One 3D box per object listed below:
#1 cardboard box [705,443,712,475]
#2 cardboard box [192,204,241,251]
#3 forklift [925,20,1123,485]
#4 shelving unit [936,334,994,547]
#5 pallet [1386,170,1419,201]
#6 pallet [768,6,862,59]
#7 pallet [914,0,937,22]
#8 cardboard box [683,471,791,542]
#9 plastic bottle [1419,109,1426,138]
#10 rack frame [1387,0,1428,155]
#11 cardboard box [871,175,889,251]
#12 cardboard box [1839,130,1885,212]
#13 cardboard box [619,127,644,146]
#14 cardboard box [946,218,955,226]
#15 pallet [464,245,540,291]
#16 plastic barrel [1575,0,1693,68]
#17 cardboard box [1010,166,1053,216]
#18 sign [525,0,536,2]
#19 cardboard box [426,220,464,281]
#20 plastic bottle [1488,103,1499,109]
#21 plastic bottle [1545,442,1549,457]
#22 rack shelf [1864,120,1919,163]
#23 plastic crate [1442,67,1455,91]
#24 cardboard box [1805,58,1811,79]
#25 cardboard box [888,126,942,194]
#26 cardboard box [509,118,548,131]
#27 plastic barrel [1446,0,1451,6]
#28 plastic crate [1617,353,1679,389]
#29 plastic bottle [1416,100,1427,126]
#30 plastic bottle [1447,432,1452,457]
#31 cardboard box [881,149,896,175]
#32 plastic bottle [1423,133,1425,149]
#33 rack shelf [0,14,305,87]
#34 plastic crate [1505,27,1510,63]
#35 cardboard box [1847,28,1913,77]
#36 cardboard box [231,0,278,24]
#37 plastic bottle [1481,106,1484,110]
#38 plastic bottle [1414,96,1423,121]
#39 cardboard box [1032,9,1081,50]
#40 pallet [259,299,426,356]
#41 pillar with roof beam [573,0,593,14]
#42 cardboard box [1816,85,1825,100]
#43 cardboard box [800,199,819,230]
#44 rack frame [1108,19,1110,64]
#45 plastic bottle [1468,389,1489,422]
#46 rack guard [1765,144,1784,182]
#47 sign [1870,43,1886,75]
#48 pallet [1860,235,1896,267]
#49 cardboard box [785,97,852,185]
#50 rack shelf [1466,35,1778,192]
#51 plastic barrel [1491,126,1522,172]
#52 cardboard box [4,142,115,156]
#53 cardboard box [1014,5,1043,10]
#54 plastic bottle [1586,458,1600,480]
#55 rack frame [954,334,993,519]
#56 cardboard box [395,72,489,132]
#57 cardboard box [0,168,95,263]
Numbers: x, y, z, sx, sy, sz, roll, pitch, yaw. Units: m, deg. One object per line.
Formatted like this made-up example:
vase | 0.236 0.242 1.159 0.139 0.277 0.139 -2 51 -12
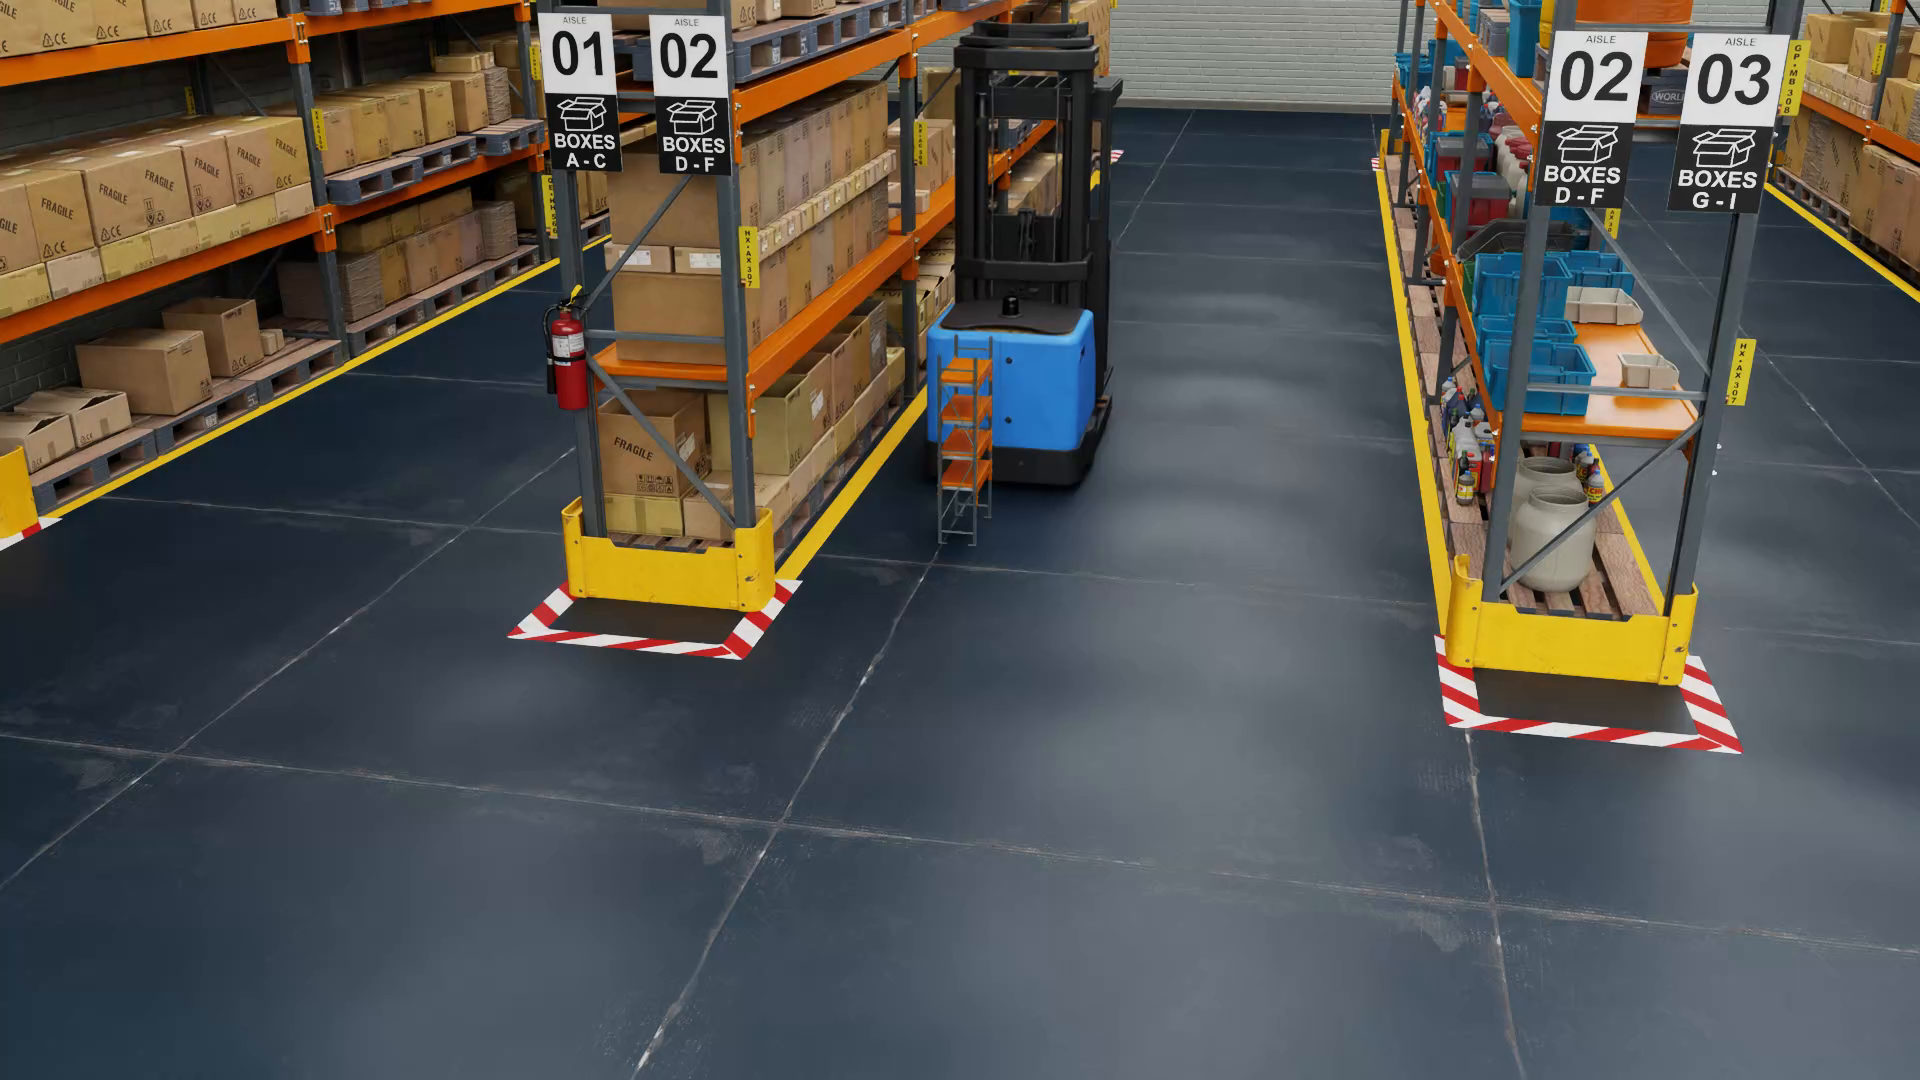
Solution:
cardboard box | -1.744 -0.420 10.499 0.500 0.250 0.500 4 22 11
cardboard box | -5.686 -2.314 12.257 0.500 0.250 0.500 4 22 11
forklift | 0.553 -2.243 11.999 1.130 2.935 3.031 4 22 10
shelving unit | 0.034 -0.617 10.280 0.258 1.200 0.503 4 22 11
pallet | 6.001 -4.534 21.328 1.003 0.211 1.213 4 22 11
pallet | -1.238 -3.152 10.269 1.003 0.211 1.213 4 22 11
pallet | -0.671 -4.187 12.976 0.805 0.209 1.217 4 22 9
cardboard box | -1.327 -0.196 9.945 0.500 0.250 0.500 4 22 11
plastic bottle | 4.789 -4.305 17.185 0.061 0.283 0.133 4 22 11
rack frame | 6.459 -6.571 22.653 1.000 3.000 0.127 4 22 11
cardboard box | -0.923 -2.444 12.274 0.700 0.500 0.500 4 22 10
cardboard box | 10.704 -4.175 18.986 0.875 0.875 0.875 4 22 11
cardboard box | -4.240 -4.488 19.796 0.750 0.750 0.750 5 23 13
cardboard box | 0.112 -2.993 16.137 0.500 0.311 0.500 5 22 12
pallet | -5.033 -2.821 17.075 1.003 0.211 1.213 4 22 11
plastic barrel | 3.169 -2.692 7.870 0.600 0.830 0.708 4 22 11
cardboard box | 0.762 -3.965 18.941 0.500 0.500 0.500 5 22 12
sign | -2.183 -2.910 8.469 0.100 0.325 0.005 4 22 11
cardboard box | -5.261 -2.814 16.082 0.700 0.500 0.500 4 22 11
plastic bottle | 5.673 -4.514 17.713 0.152 0.276 0.135 4 22 11
plastic bottle | 3.950 -0.679 11.070 0.061 0.283 0.133 4 22 11
rack shelf | 10.083 -3.665 16.401 1.077 0.370 4.000 4 22 11
plastic crate | 6.134 -5.625 20.383 0.437 0.282 0.530 4 22 11
cardboard box | 10.845 -5.916 20.830 0.500 0.250 0.500 4 22 10
cardboard box | -0.456 -3.263 14.306 0.500 0.500 0.500 4 22 11
cardboard box | -4.579 -4.395 17.562 0.380 0.149 0.250 4 22 10
plastic barrel | 4.446 -4.985 14.030 0.600 0.901 0.600 0 22 0
plastic crate | 3.691 -0.899 8.925 0.298 0.136 0.250 4 22 11
plastic bottle | 4.986 -4.571 17.855 0.152 0.276 0.135 4 22 11
plastic bottle | 3.320 -0.654 11.118 0.097 0.201 0.097 0 22 0
cardboard box | -0.684 -2.792 12.270 0.380 0.149 0.250 4 22 11
plastic bottle | 4.639 -3.965 16.450 0.097 0.201 0.097 0 22 0
rack shelf | -6.097 -3.263 11.389 1.077 0.370 4.000 4 22 11
plastic crate | 3.421 -2.919 9.854 0.336 0.188 0.450 4 22 11
cardboard box | 10.429 -5.518 18.838 0.500 0.500 0.500 5 22 11
cardboard box | -5.550 -4.180 12.541 0.500 0.500 0.500 5 22 12
plastic bottle | 5.500 -4.430 17.510 0.097 0.271 0.097 0 22 0
plastic bottle | 5.050 -4.734 18.264 0.097 0.271 0.097 0 22 0
cardboard box | 1.166 -6.148 20.131 0.500 0.500 0.500 5 22 12
pallet | -5.531 -1.928 14.859 1.003 0.211 1.213 4 22 11
pillar with roof beam | -0.546 -8.639 19.760 9.100 9.000 0.400 4 22 11
cardboard box | 10.599 -5.409 20.105 0.380 0.149 0.250 4 22 10
cardboard box | -1.103 -2.043 10.410 0.380 0.149 0.250 4 22 10
rack frame | 1.610 -6.950 23.594 1.000 3.000 0.127 4 22 11
plastic bottle | 3.580 -0.883 11.487 0.144 0.351 0.185 4 22 11
rack guard | 11.312 -5.042 22.204 1.175 0.500 0.348 4 22 11
sign | 9.947 -5.210 18.010 0.100 0.325 0.005 4 22 11
pallet | 10.407 -3.149 17.889 1.003 0.211 1.213 4 22 11
cardboard box | -1.128 -2.678 11.118 0.700 0.500 0.500 4 22 11
rack shelf | 3.602 -2.508 9.514 1.077 0.370 4.000 4 22 11
plastic barrel | 4.825 -3.304 14.393 0.421 0.512 0.421 0 22 0
cardboard box | -6.300 -2.507 11.734 0.500 0.500 0.500 5 22 12
cardboard box | 0.746 -6.389 20.730 0.500 0.500 0.500 4 22 10
plastic bottle | 3.933 -0.384 10.338 0.061 0.283 0.133 5 22 12
rack frame | 0.084 -0.706 10.501 0.240 1.200 0.015 4 22 11
cardboard box | -5.046 -4.271 16.221 0.700 0.500 0.500 2 22 6
cardboard box | -6.003 -2.093 10.707 0.500 0.500 0.500 5 22 11
